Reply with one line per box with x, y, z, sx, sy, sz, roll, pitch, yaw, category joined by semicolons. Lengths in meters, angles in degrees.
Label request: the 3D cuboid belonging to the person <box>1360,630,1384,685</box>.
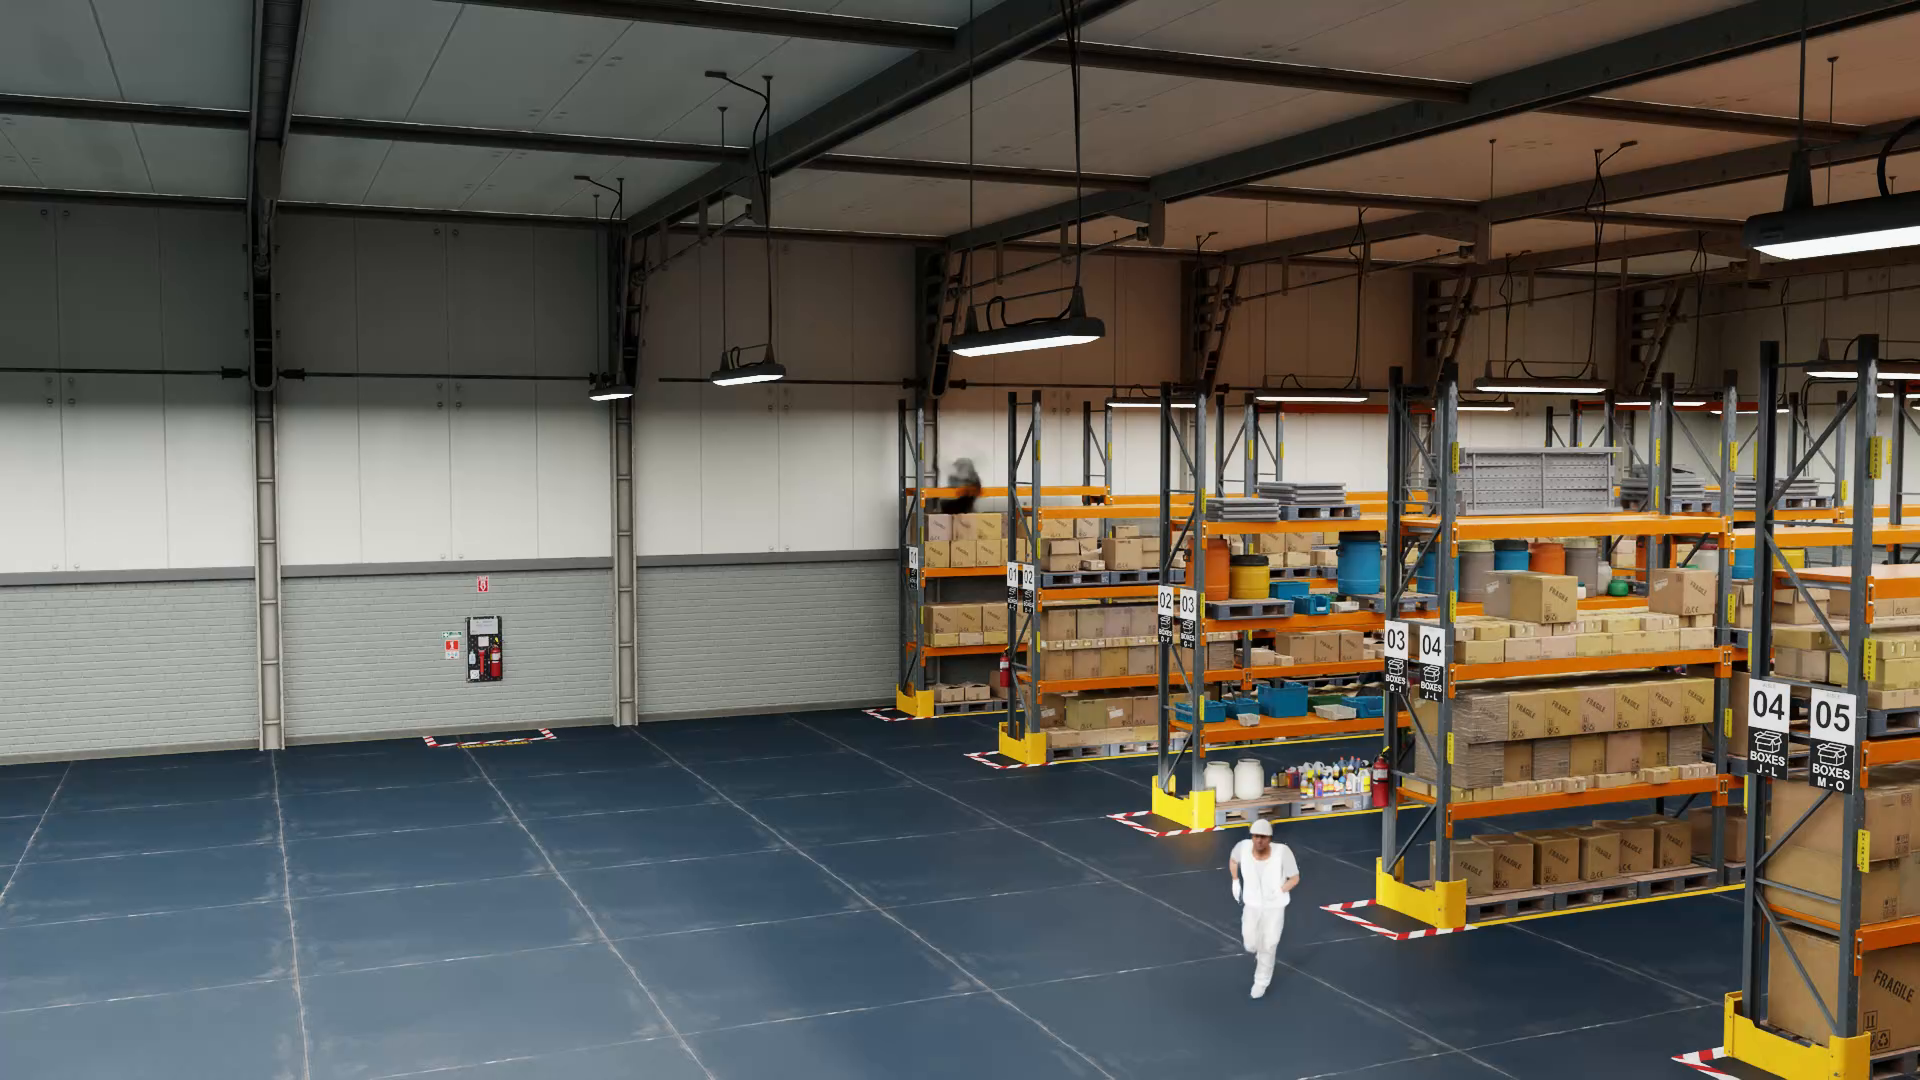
7.869;2.507;31.756;0.592;1.570;0.522;-2;4;-27;person

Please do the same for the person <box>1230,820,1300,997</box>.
2.836;3.414;15.541;0.675;1.701;0.756;1;4;18;person

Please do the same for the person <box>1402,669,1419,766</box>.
7.206;2.708;26.382;0.975;1.770;0.666;-1;4;-19;person
